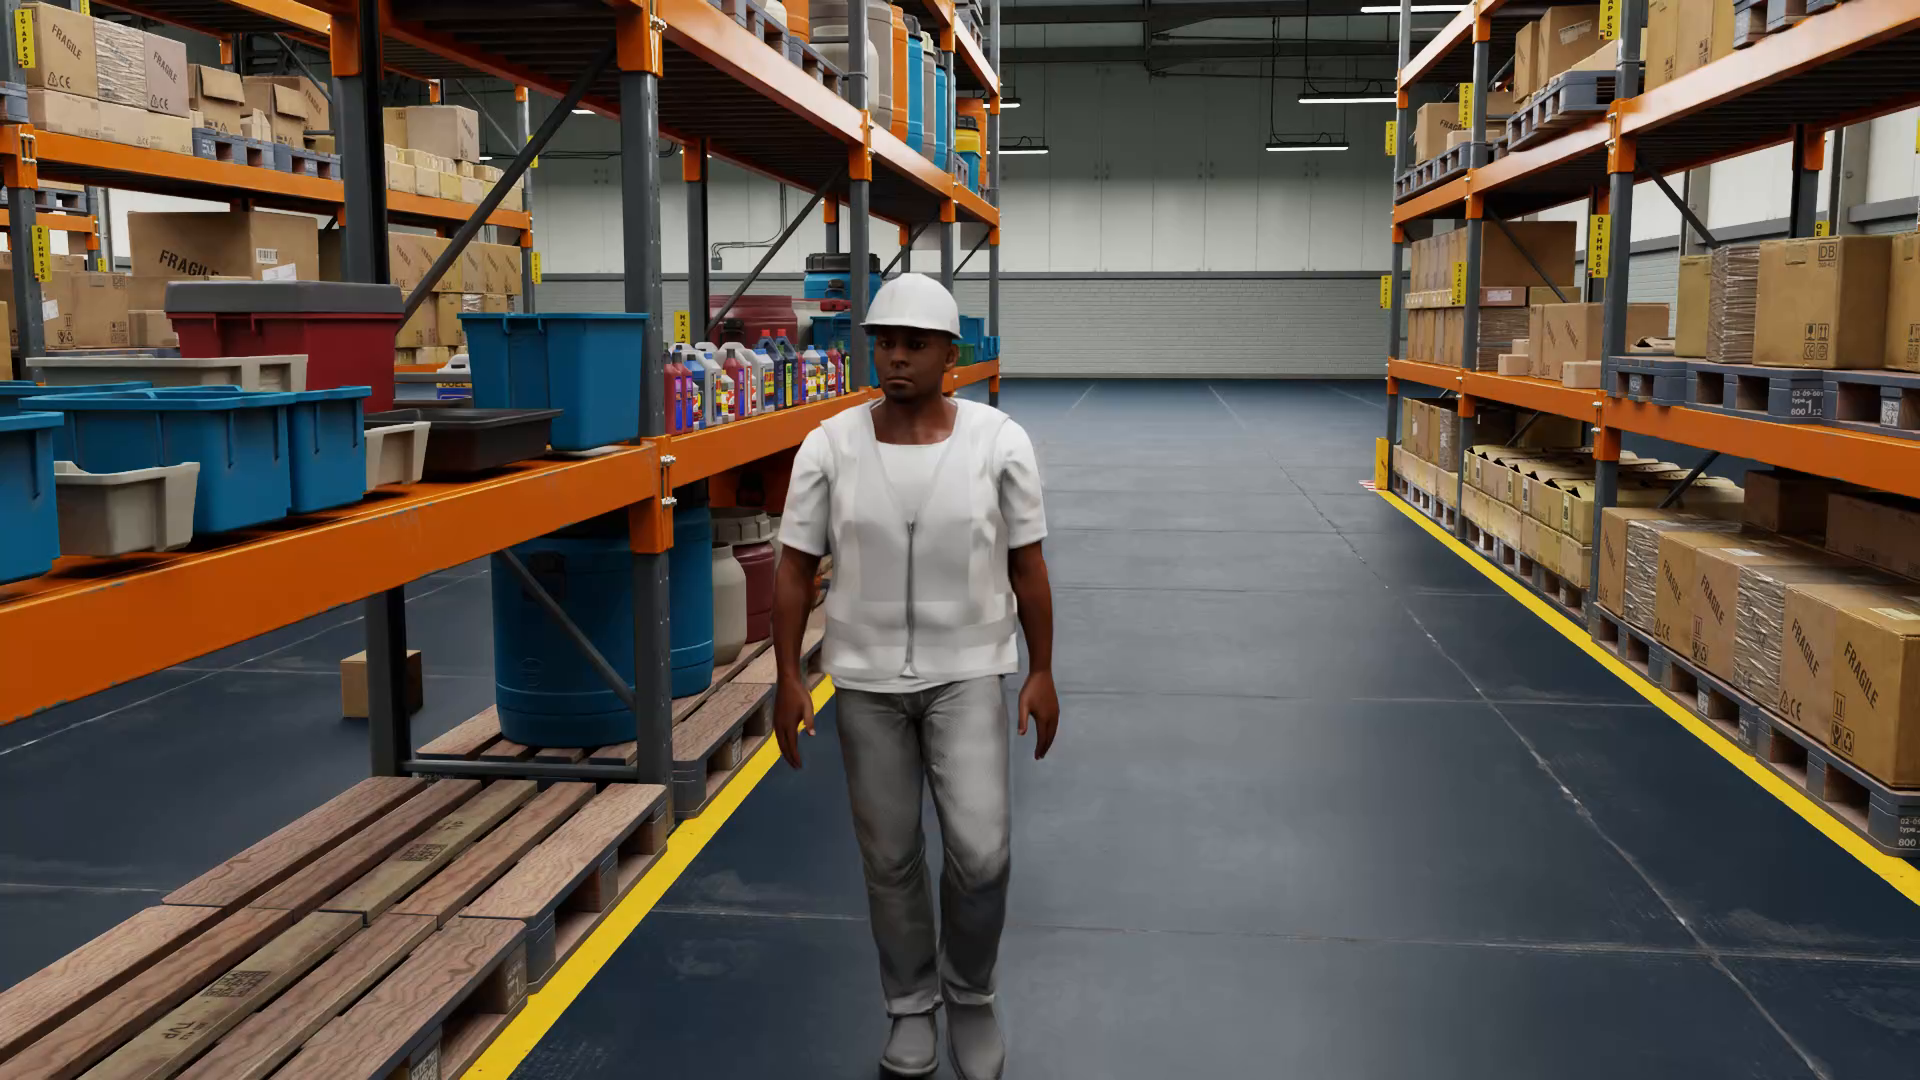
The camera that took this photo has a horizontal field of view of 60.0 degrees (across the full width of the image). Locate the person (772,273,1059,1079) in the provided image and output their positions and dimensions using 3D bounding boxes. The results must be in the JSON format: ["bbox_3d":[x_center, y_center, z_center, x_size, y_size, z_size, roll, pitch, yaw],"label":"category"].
[{"bbox_3d":[-0.103,0.324,3.595,0.623,1.781,0.487,1,8,6],"label":"person"}]
